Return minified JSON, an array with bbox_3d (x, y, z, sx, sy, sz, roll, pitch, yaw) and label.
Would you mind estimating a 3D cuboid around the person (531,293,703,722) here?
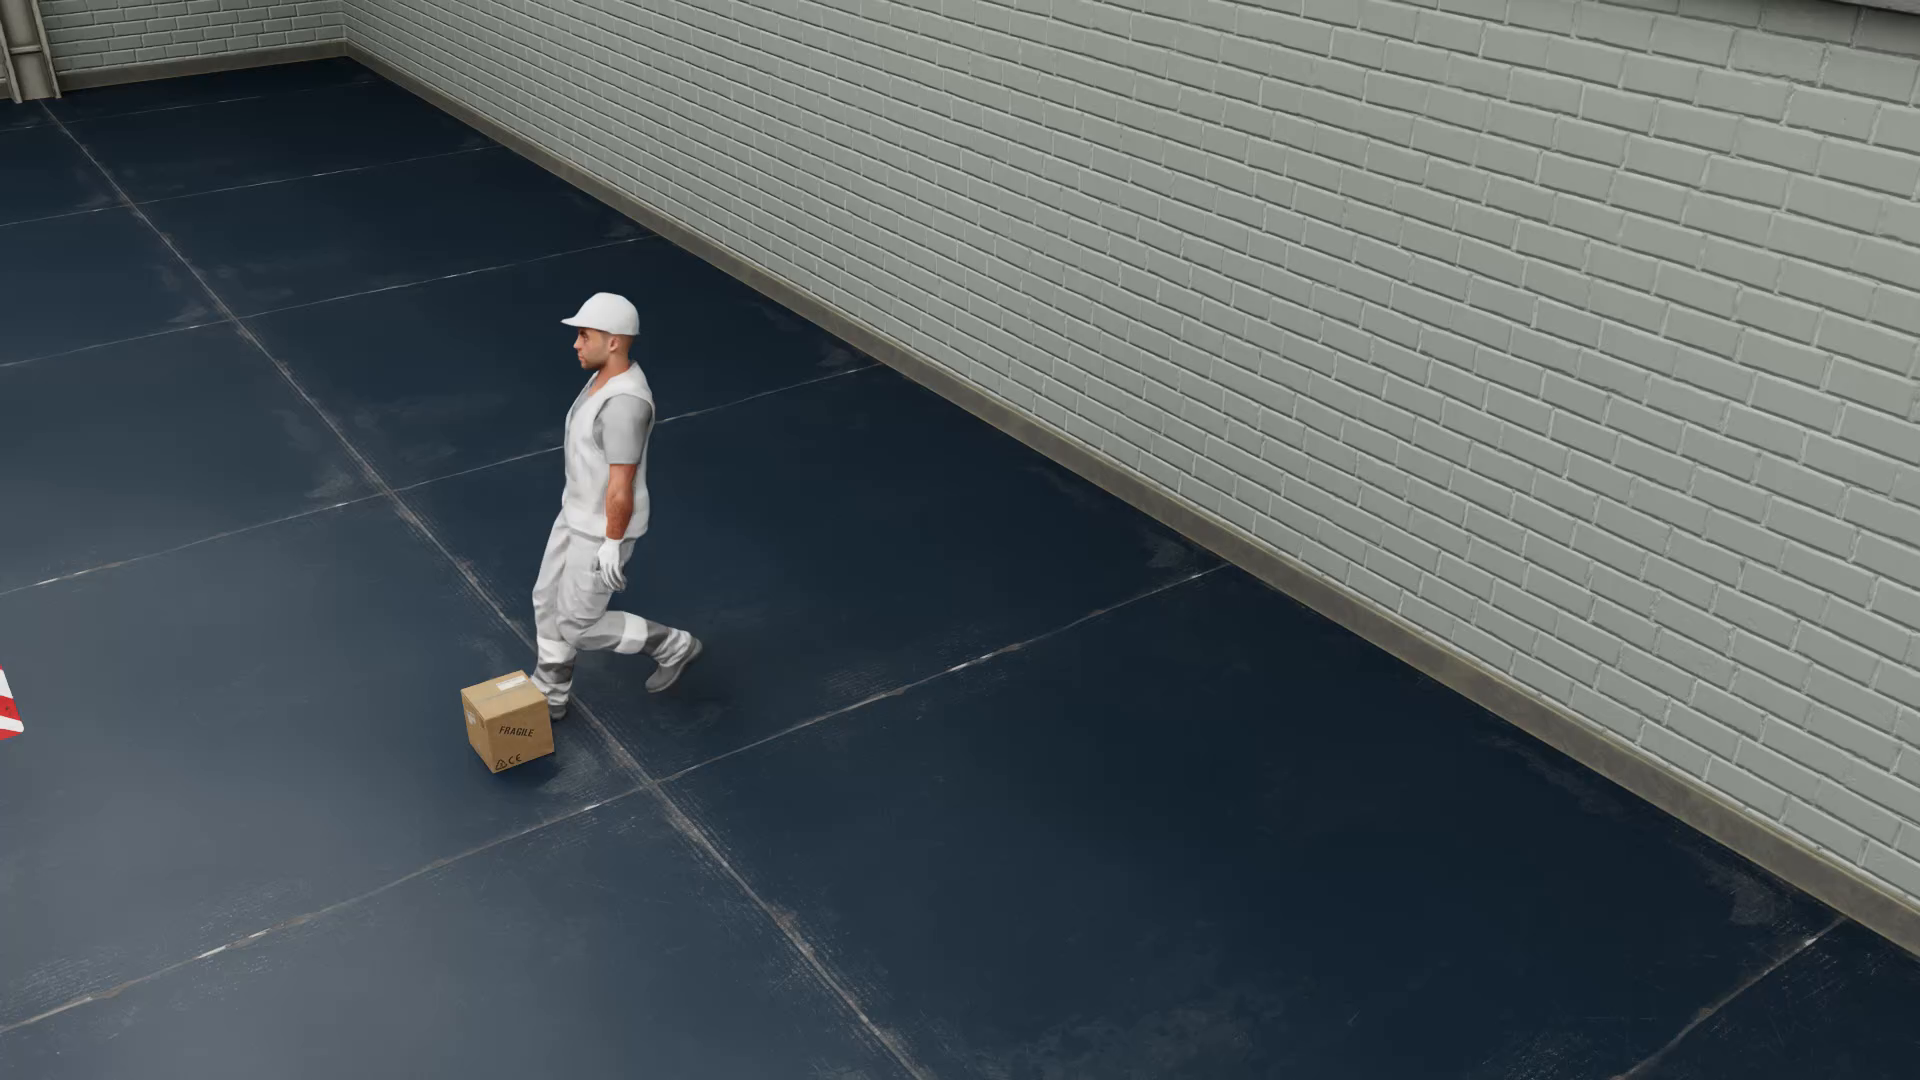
[{"bbox_3d":[-1.473,-0.063,6.284,0.809,1.722,0.626,-9,30,-17],"label":"person"}]
